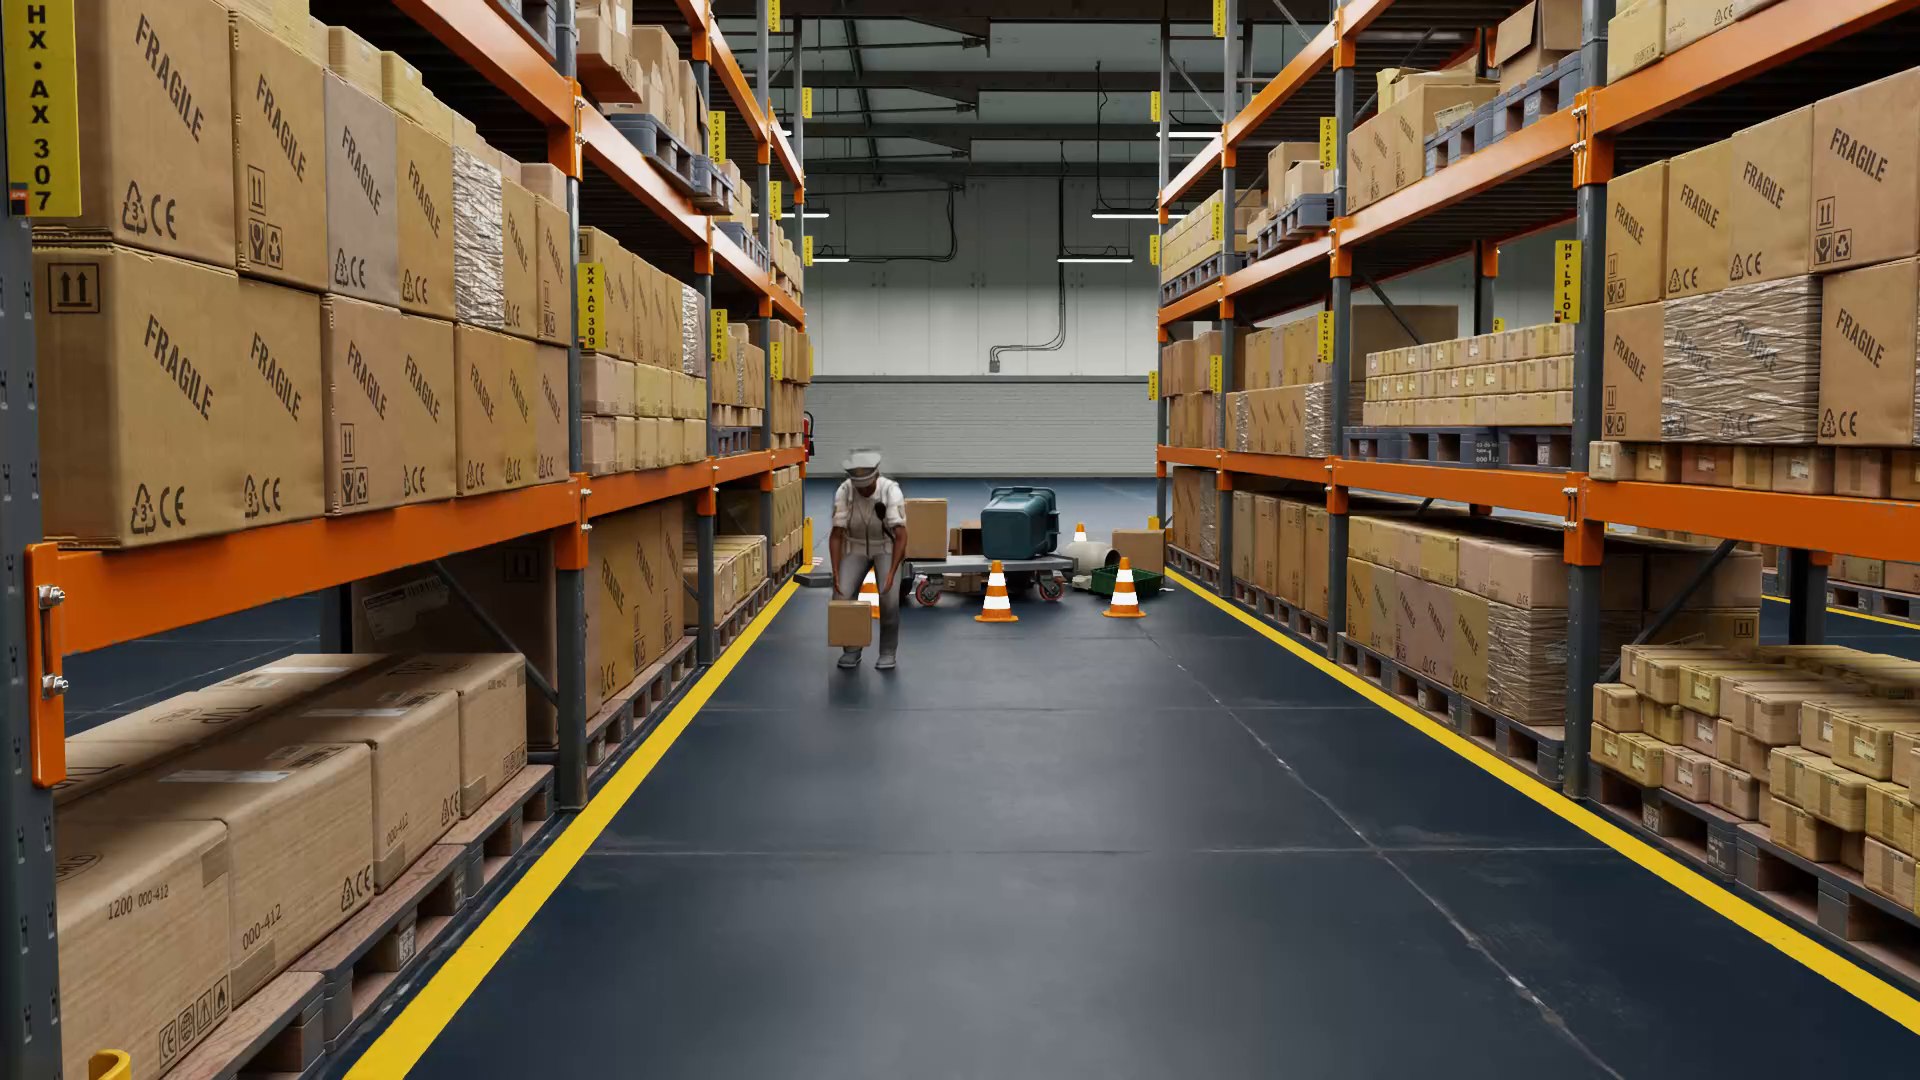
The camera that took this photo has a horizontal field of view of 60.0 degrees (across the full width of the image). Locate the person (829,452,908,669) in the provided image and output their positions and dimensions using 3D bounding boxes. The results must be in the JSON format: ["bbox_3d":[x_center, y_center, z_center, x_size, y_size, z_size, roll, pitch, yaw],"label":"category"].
[{"bbox_3d":[-0.556,0.127,10.431,0.496,1.360,0.724,1,4,11],"label":"person"}]
